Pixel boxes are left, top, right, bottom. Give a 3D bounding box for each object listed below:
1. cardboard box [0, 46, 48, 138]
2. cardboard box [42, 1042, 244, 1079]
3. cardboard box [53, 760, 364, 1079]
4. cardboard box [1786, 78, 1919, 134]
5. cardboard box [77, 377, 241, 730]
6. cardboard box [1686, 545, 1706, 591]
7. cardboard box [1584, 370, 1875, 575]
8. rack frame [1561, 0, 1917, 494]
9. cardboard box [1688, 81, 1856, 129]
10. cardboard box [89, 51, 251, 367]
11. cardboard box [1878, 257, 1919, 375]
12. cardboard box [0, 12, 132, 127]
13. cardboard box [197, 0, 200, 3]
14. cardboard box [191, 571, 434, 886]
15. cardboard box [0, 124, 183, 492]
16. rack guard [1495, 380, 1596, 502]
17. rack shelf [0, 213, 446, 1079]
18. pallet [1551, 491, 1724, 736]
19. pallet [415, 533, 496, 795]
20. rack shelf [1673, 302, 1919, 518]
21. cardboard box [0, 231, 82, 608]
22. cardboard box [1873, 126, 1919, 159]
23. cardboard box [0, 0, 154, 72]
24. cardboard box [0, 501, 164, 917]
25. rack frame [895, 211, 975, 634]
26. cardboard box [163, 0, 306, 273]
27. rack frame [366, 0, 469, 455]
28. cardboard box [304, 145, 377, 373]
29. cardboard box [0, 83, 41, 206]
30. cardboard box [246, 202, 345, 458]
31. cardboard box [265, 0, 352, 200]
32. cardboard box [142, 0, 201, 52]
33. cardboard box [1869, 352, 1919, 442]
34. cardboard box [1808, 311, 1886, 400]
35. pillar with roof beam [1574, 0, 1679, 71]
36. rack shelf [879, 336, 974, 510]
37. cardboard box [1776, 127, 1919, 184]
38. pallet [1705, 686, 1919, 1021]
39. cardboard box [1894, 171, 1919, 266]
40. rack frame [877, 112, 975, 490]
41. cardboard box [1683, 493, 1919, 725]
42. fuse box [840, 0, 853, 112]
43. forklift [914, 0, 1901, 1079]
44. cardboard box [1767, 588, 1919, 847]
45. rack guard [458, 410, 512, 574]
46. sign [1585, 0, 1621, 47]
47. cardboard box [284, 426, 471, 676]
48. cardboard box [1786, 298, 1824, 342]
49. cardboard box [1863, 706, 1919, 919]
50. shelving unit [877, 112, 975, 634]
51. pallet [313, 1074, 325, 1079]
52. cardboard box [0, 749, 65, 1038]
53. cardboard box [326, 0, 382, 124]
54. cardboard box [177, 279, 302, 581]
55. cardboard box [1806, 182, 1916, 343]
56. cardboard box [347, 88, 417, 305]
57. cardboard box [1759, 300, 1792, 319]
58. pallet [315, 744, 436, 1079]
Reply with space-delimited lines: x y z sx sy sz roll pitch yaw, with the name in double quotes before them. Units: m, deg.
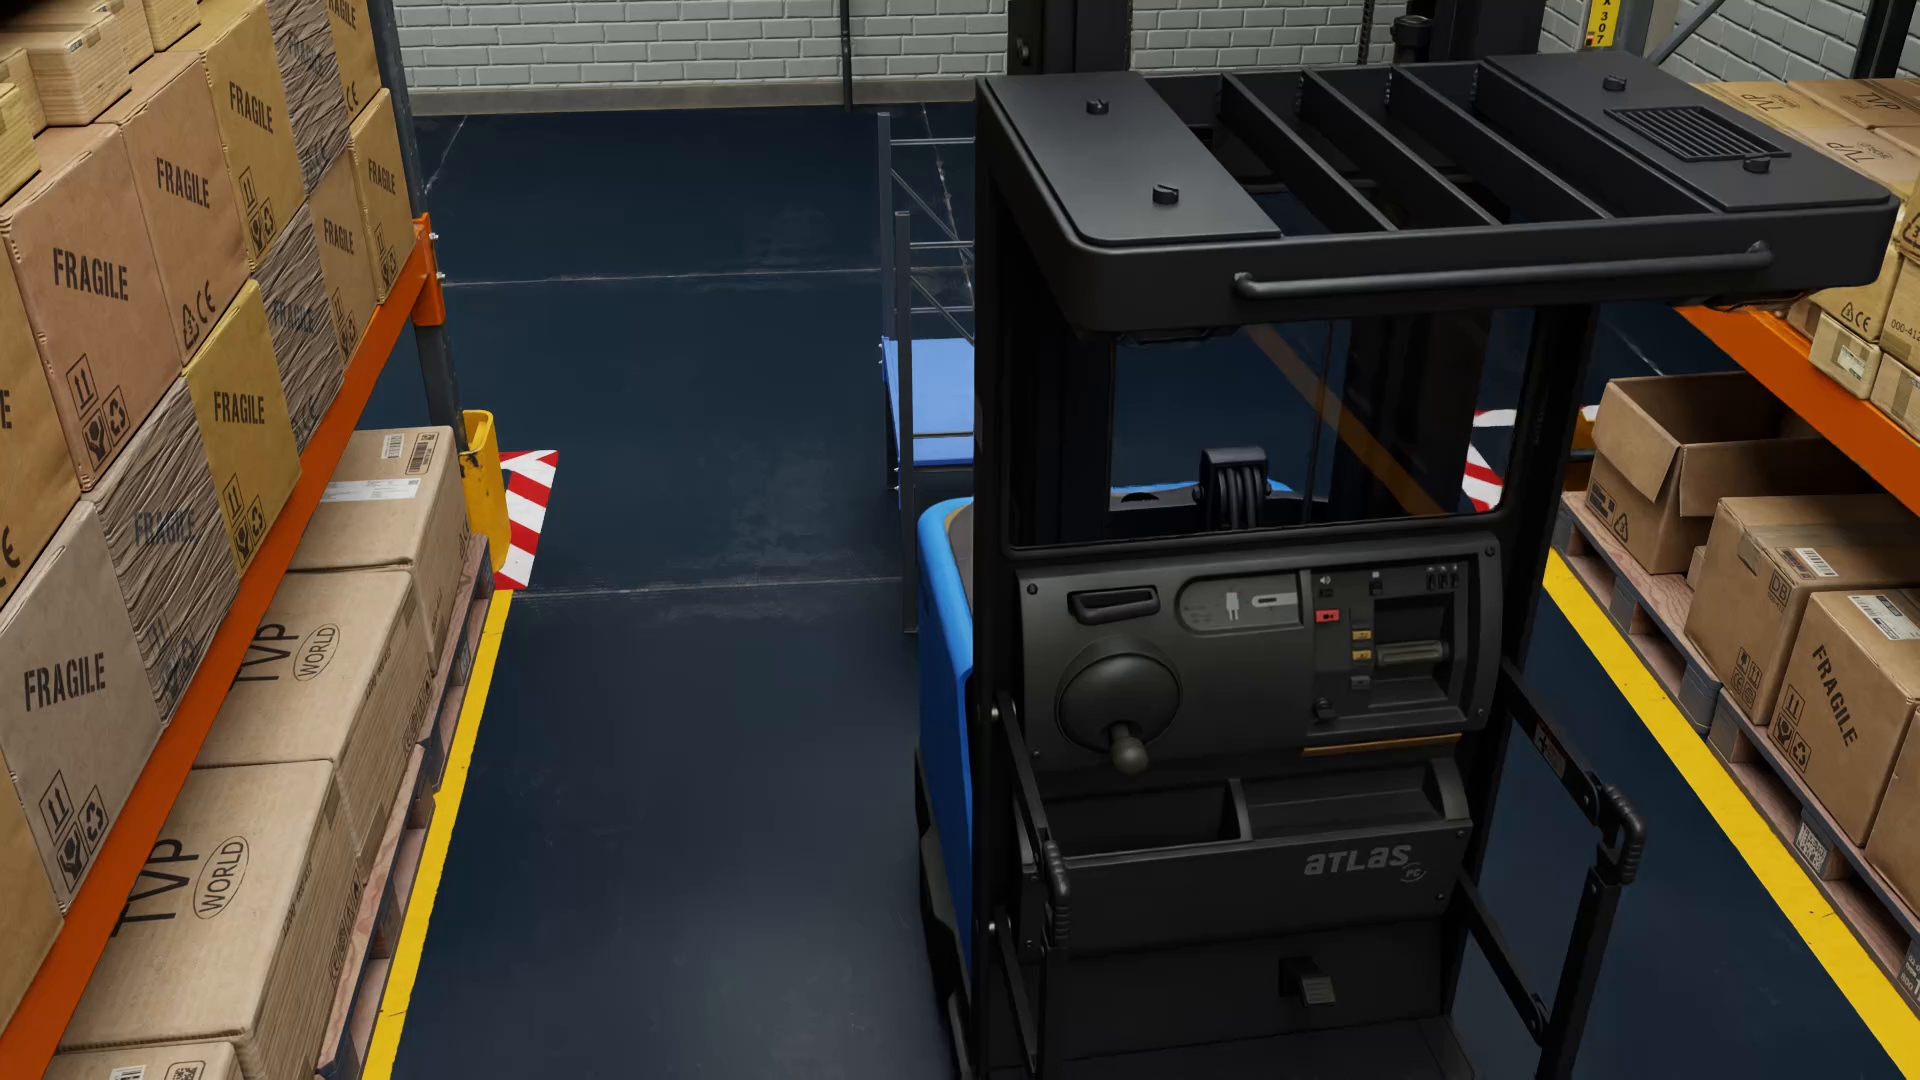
"cardboard box" -1.829 -0.740 2.858 0.380 0.149 0.250 -3 31 -5
"cardboard box" -1.840 1.428 3.023 0.875 0.438 0.875 -3 31 -5
"cardboard box" -1.925 0.971 3.788 0.875 0.438 0.875 -4 31 -6
"cardboard box" 2.986 -1.289 5.339 0.500 0.250 0.500 -2 31 -3
"cardboard box" -1.755 0.028 3.181 0.500 0.500 0.500 -3 31 -4
"cardboard box" 2.643 0.131 5.475 0.380 0.149 0.250 -4 31 -7
"cardboard box" 2.642 -0.240 5.751 0.797 0.503 0.637 -4 31 -7
"rack frame" 2.679 -1.448 5.749 1.000 3.000 0.127 -3 31 -5
"cardboard box" 2.453 -1.267 5.301 0.500 0.250 0.500 -3 31 -4
"cardboard box" -1.814 -0.671 3.375 0.500 0.500 0.500 -3 31 -5
"cardboard box" 2.620 -0.490 4.002 0.500 0.250 0.500 -4 31 -6
"cardboard box" -1.783 -0.869 3.074 0.380 0.149 0.250 -3 31 -4
"cardboard box" -1.937 -1.261 3.732 0.380 0.149 0.250 -3 31 -5
"cardboard box" -2.007 0.511 4.559 0.875 0.438 0.875 -2 31 -3
"cardboard box" -1.770 -0.413 2.944 0.500 0.500 0.500 -2 31 -4
"rack guard" 2.686 -0.336 6.325 1.175 0.500 0.348 -3 31 -5
"rack shelf" -2.076 0.122 3.822 1.077 0.370 4.000 -3 31 -5
"pallet" 2.762 0.195 5.718 1.003 0.211 1.213 -3 31 -5
"pallet" -2.110 0.394 5.385 1.003 0.211 1.213 -3 31 -5
"rack shelf" 2.866 -0.118 4.224 1.077 0.370 4.000 -3 31 -5
"cardboard box" -1.733 -0.151 2.505 0.500 0.500 0.500 -3 31 -5
"cardboard box" 3.033 -1.026 4.898 0.500 0.250 0.500 -3 31 -4
"cardboard box" -1.850 -1.001 3.296 0.380 0.149 0.250 -2 31 -3
"cardboard box" -1.715 0.282 2.755 0.500 0.500 0.500 -3 31 -4
"rack frame" 0.055 -0.341 5.358 0.500 1.500 0.032 -3 31 -5
"cardboard box" -1.859 -0.927 3.805 0.500 0.500 0.500 -3 31 -5
"rack frame" -2.262 -1.208 5.347 1.000 3.000 0.127 -3 31 -5
"cardboard box" -1.922 -0.760 4.500 0.500 0.500 0.500 -3 31 -6
"cardboard box" -1.724 -0.616 2.650 0.380 0.149 0.250 -4 31 -6
"cardboard box" -1.864 -0.498 4.062 0.500 0.500 0.500 -2 31 -3
"cardboard box" -1.902 -1.180 4.228 0.500 0.500 0.500 -3 31 -4
"cardboard box" -1.856 -1.136 3.522 0.380 0.149 0.250 -2 31 -3
"cardboard box" 2.553 -0.365 4.182 0.380 0.149 0.250 -2 31 -3
"cardboard box" 2.508 -0.499 4.405 0.380 0.149 0.250 -4 31 -6
"pillar with roof beam" -0.961 -5.237 6.242 9.100 9.000 0.400 -3 31 -5
"rack shelf" 0.008 -0.446 5.885 0.538 0.185 1.000 -3 31 -5
"cardboard box" 2.501 -1.009 4.871 0.500 0.250 0.500 -2 31 -4
"pallet" 2.873 0.817 4.677 1.003 0.211 1.213 -3 31 -5
"cardboard box" 2.594 -0.823 3.827 0.500 0.500 0.500 -2 31 -3
"rack frame" -0.040 -0.860 6.227 0.500 1.500 0.032 -3 31 -5
"cardboard box" 2.683 0.200 5.018 0.700 0.500 0.500 -2 31 -3
"fuse box" -0.707 -3.559 10.539 0.539 1.711 0.414 -3 31 -5
"forklift" 0.606 0.266 2.946 1.130 2.935 3.031 -4 31 -7
"cardboard box" 2.633 0.475 4.558 0.500 0.500 0.500 -2 31 -4
"rack guard" -2.265 -0.147 6.009 1.175 0.500 0.348 -3 31 -5
"sign" 2.139 -1.793 5.483 0.100 0.325 0.005 -3 31 -5
"cardboard box" -2.101 0.044 5.341 0.875 0.438 0.875 -4 31 -6
"cardboard box" 2.559 -0.631 4.627 0.380 0.149 0.250 -2 31 -4
"cardboard box" 2.780 0.730 4.130 0.700 0.500 0.500 -4 31 -6
"shelving unit" 0.008 -0.600 5.792 0.538 1.500 1.048 -3 31 -5
"pallet" -1.882 1.639 3.300 1.003 0.211 1.213 -3 31 -5
"cardboard box" -1.672 0.539 2.325 0.500 0.500 0.500 -2 31 -3
"cardboard box" -1.980 -1.446 4.672 0.500 0.500 0.500 -2 31 -3
"cardboard box" -1.803 -0.235 3.621 0.500 0.500 0.500 -2 31 -3
"cardboard box" 2.551 -0.751 4.438 0.500 0.250 0.500 -3 31 -6
"cardboard box" -1.954 -1.017 4.931 0.500 0.500 0.500 -3 31 -4
"cardboard box" 2.528 -0.767 4.854 0.380 0.149 0.250 -2 31 -3
"pallet" -1.999 1.015 4.345 1.003 0.211 1.213 -3 31 -5
